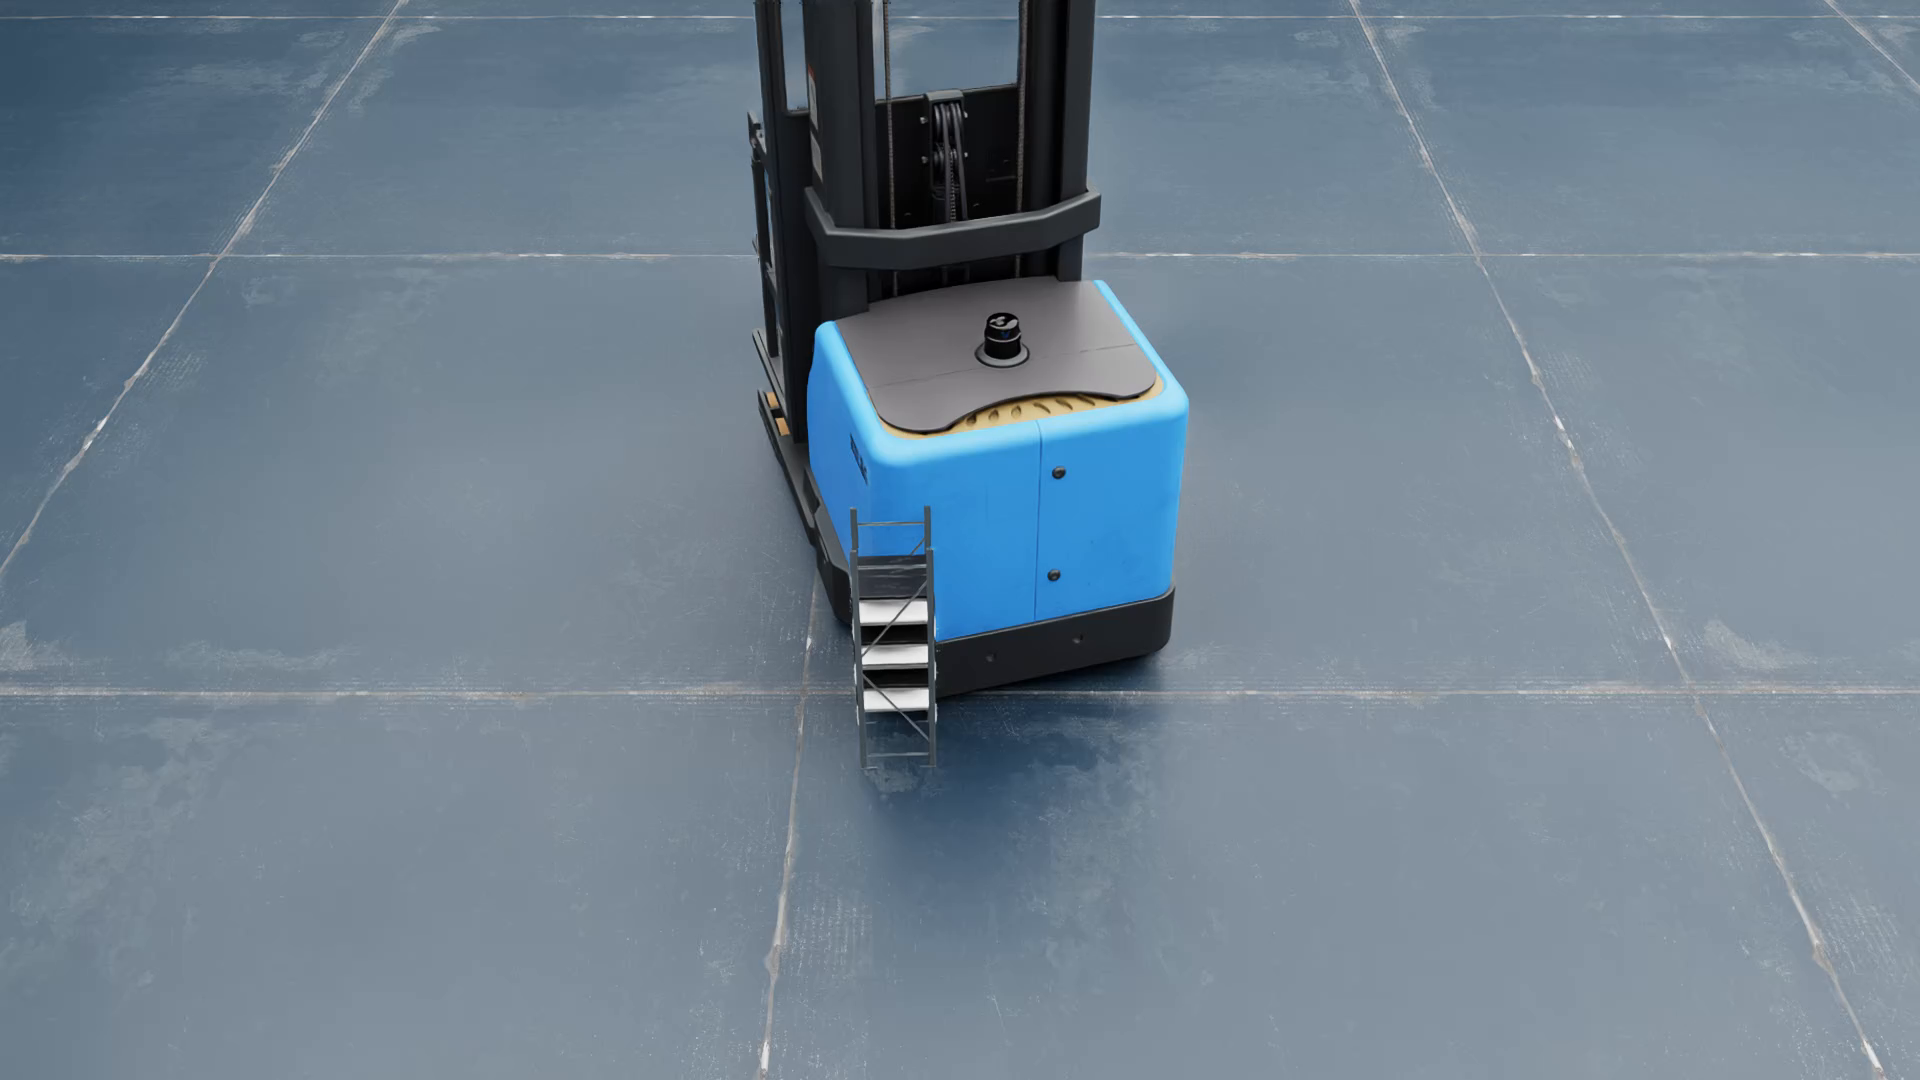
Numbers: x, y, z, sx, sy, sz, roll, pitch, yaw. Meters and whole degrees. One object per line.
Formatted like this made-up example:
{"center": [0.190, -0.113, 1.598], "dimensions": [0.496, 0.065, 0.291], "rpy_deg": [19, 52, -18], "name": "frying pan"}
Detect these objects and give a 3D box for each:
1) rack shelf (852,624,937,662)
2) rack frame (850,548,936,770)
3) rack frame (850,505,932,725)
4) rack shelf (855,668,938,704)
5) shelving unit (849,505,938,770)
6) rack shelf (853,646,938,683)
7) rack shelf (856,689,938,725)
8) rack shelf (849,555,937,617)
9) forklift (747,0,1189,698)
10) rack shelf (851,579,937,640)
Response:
{"center": [-0.201, 0.273, 5.099], "dimensions": [0.258, 0.077, 0.200], "rpy_deg": [-2, 39, -2], "name": "rack shelf"}
{"center": [-0.196, 0.381, 5.055], "dimensions": [0.240, 0.900, 0.006], "rpy_deg": [-2, 39, -2], "name": "rack frame"}
{"center": [-0.206, 0.254, 5.214], "dimensions": [0.240, 0.900, 0.006], "rpy_deg": [-2, 39, -2], "name": "rack frame"}
{"center": [-0.201, 0.413, 5.212], "dimensions": [0.258, 0.077, 0.200], "rpy_deg": [-2, 39, -2], "name": "rack shelf"}
{"center": [-0.201, 0.317, 5.135], "dimensions": [0.258, 0.900, 0.210], "rpy_deg": [-2, 39, -2], "name": "shelving unit"}
{"center": [-0.201, 0.343, 5.155], "dimensions": [0.258, 0.077, 0.200], "rpy_deg": [-2, 39, -2], "name": "rack shelf"}
{"center": [-0.201, 0.484, 5.268], "dimensions": [0.258, 0.077, 0.200], "rpy_deg": [-2, 39, -2], "name": "rack shelf"}
{"center": [-0.201, 0.133, 4.987], "dimensions": [0.258, 0.077, 0.200], "rpy_deg": [-2, 39, -2], "name": "rack shelf"}
{"center": [-0.190, -1.533, 5.819], "dimensions": [1.130, 2.935, 3.031], "rpy_deg": [-11, 40, -13], "name": "forklift"}
{"center": [-0.201, 0.203, 5.043], "dimensions": [0.258, 0.077, 0.200], "rpy_deg": [-2, 39, -2], "name": "rack shelf"}
